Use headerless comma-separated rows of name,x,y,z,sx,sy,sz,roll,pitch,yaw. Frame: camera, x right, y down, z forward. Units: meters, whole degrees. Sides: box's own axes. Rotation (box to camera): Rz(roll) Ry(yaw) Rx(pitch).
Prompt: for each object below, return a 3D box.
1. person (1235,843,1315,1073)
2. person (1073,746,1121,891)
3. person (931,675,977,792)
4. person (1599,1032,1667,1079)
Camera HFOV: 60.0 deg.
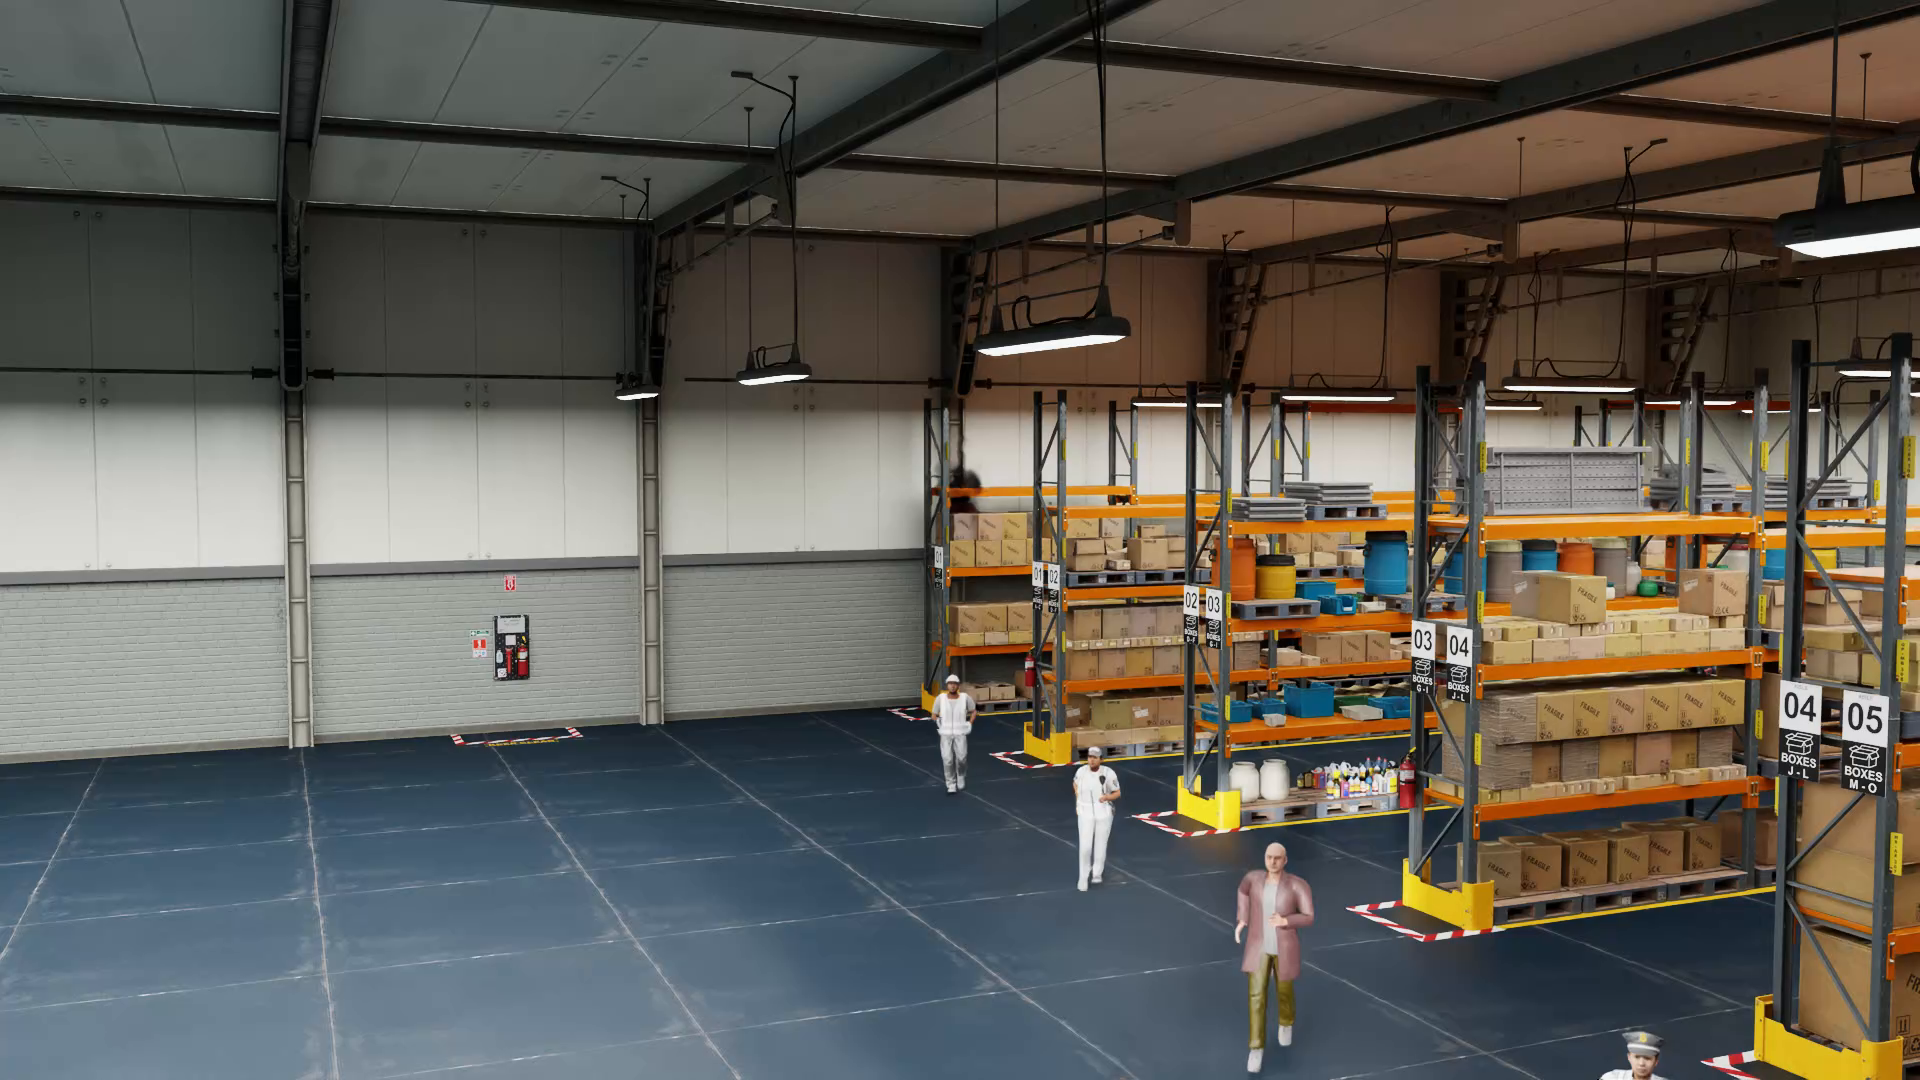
person,2.622,3.424,13.911,0.694,1.792,0.982,1,4,20
person,1.572,3.224,19.208,0.574,1.704,0.697,1,3,10
person,-0.096,2.851,24.372,0.670,1.737,0.591,0,3,3
person,4.013,3.734,9.860,0.591,1.670,0.640,1,4,21
